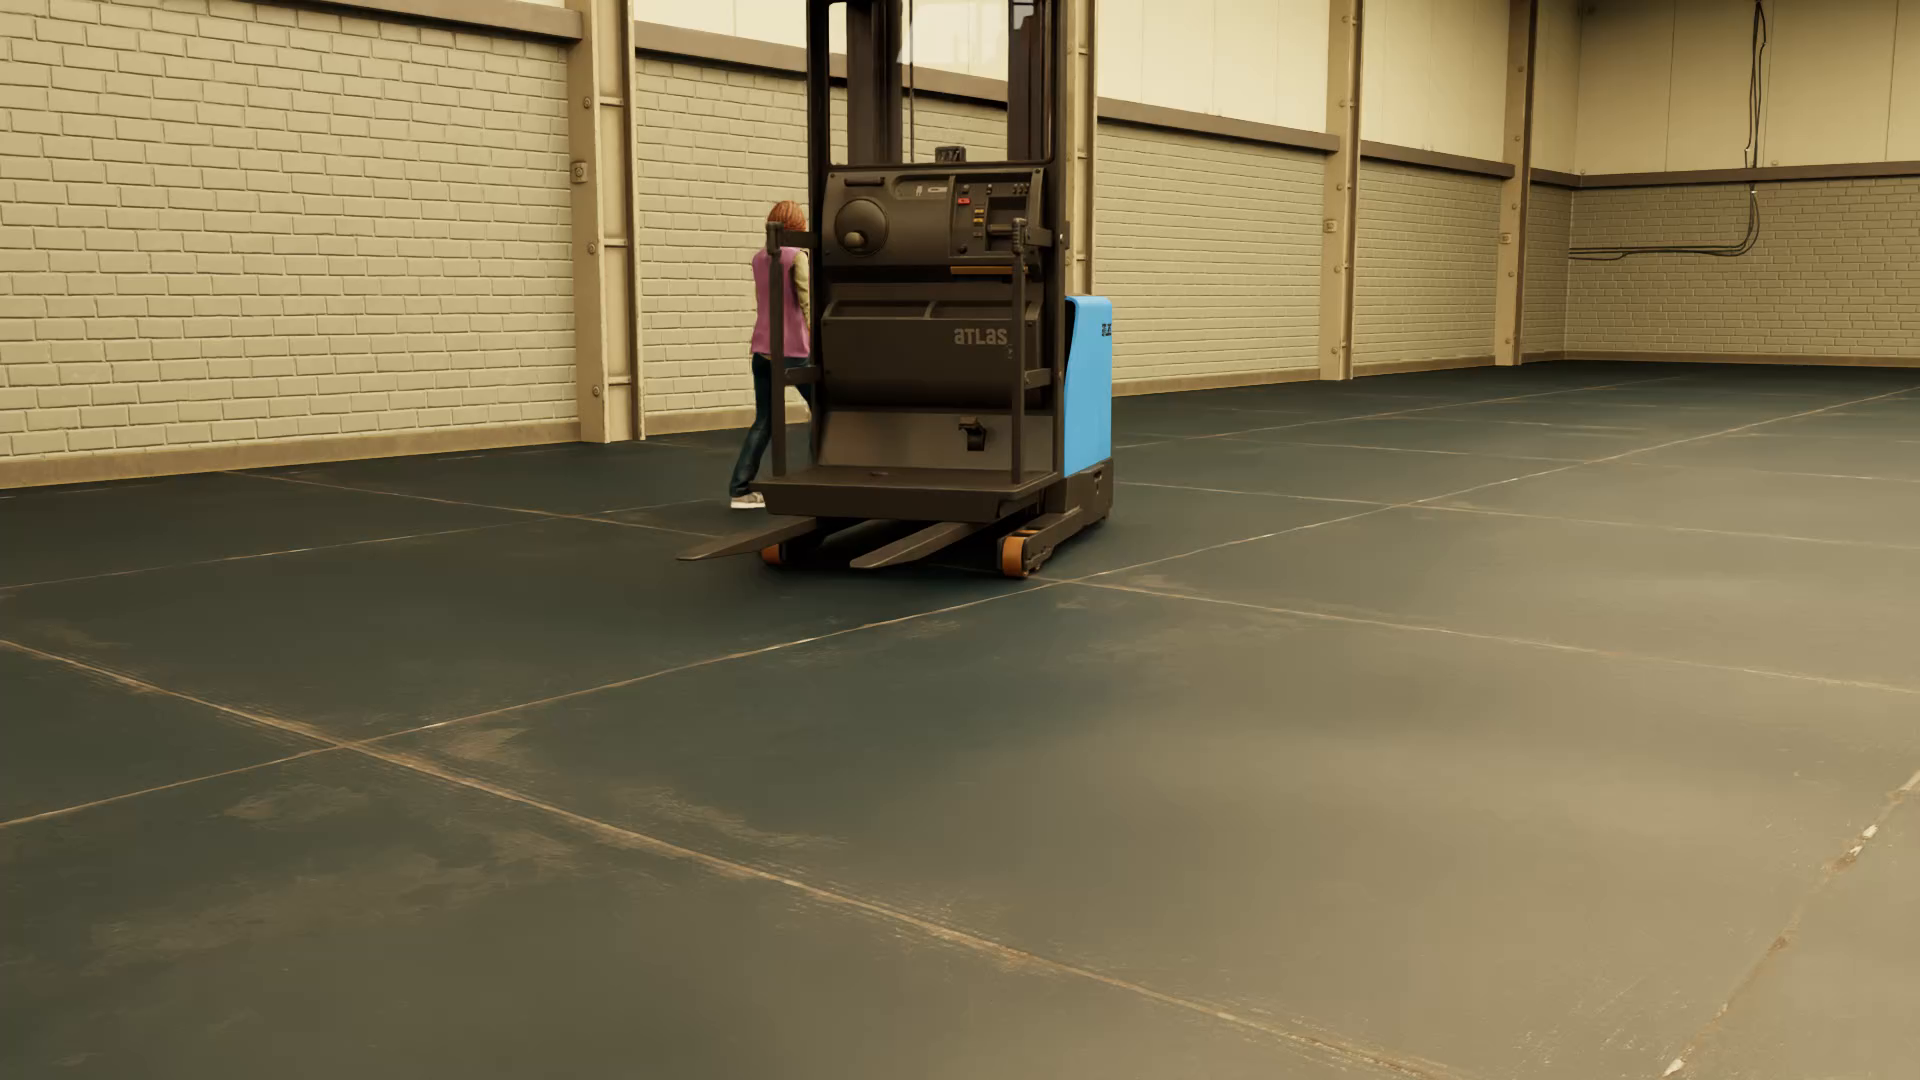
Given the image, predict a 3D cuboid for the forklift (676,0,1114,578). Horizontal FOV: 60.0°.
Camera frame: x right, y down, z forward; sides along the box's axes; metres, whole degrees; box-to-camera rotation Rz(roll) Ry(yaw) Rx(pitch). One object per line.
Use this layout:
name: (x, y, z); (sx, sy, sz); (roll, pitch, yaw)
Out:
forklift: (-0.176, -1.366, 6.616); (1.130, 2.935, 3.031); (3, 9, 17)

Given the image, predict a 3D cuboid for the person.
person: (-0.815, -0.930, 8.418); (0.583, 1.555, 0.677); (7, 11, 39)
